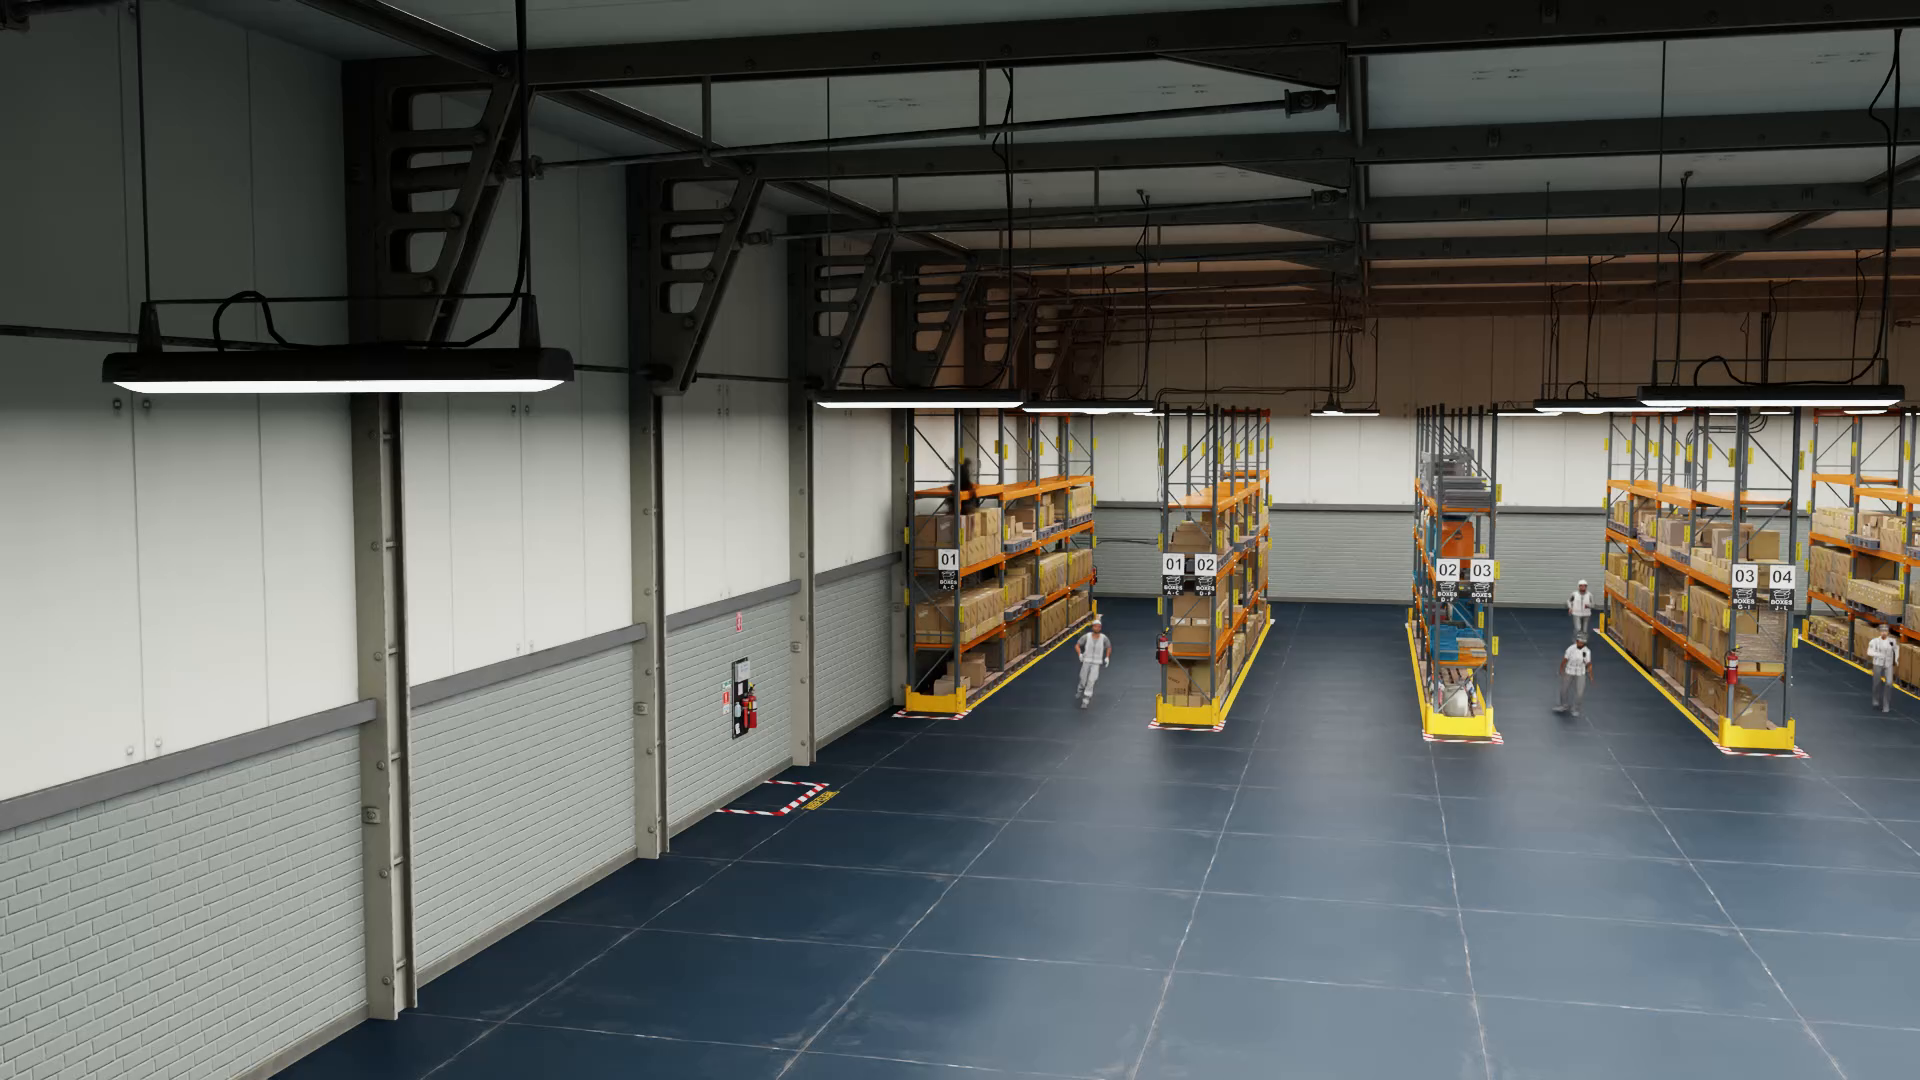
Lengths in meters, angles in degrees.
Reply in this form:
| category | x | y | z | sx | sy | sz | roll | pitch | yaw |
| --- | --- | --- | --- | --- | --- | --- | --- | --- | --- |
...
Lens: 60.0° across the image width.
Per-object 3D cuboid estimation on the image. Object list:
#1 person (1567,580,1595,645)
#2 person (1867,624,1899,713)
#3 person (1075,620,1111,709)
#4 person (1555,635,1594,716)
| category | x | y | z | sx | sy | sz | roll | pitch | yaw |
| --- | --- | --- | --- | --- | --- | --- | --- | --- | --- |
| person | 15.292 | 1.862 | 40.916 | 0.618 | 1.766 | 0.688 | 1 | 4 | 9 |
| person | 18.116 | 2.503 | 32.635 | 0.597 | 1.745 | 0.829 | 2 | 4 | 20 |
| person | 2.656 | 2.451 | 33.050 | 0.721 | 1.727 | 0.858 | 0 | 4 | 0 |
| person | 11.871 | 2.588 | 32.103 | 0.718 | 1.588 | 0.614 | 2 | 5 | 24 |
